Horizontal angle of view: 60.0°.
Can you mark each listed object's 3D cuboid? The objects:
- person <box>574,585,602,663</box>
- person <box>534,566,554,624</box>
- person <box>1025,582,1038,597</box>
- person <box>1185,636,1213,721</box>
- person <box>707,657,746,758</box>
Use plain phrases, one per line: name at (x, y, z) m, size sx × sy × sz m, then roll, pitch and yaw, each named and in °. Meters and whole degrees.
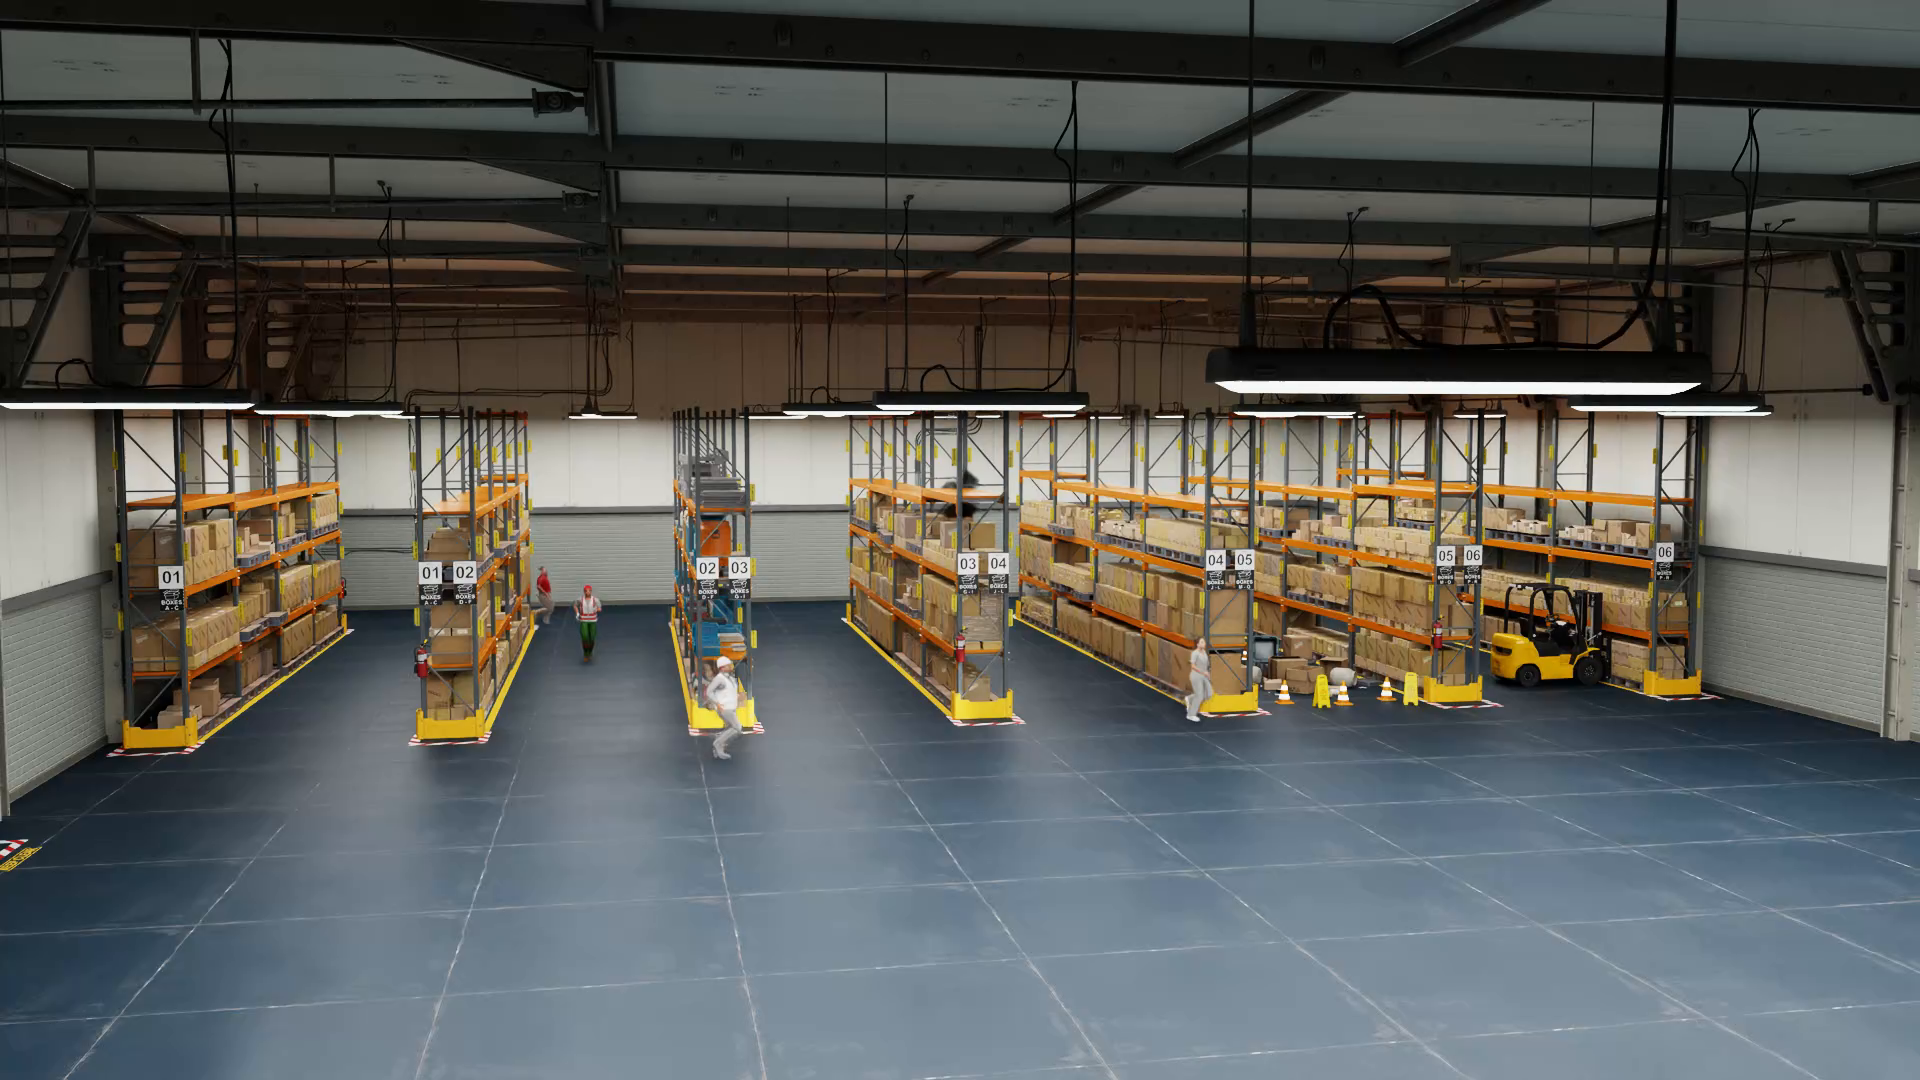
person at (-8.895, 1.992, 39.806) m, size 0.636 × 1.841 × 0.755 m, roll -1°, pitch 4°, yaw -16°
person at (-11.784, 1.585, 46.943) m, size 0.579 × 1.692 × 0.708 m, roll -1°, pitch 4°, yaw -7°
person at (2.202, 1.399, 49.784) m, size 0.660 × 1.610 × 0.647 m, roll 1°, pitch 4°, yaw 10°
person at (4.600, 2.652, 31.890) m, size 0.624 × 1.631 × 0.595 m, roll 3°, pitch 5°, yaw 40°
person at (-3.920, 2.845, 28.169) m, size 0.610 × 1.734 × 0.642 m, roll 1°, pitch 4°, yaw 11°
